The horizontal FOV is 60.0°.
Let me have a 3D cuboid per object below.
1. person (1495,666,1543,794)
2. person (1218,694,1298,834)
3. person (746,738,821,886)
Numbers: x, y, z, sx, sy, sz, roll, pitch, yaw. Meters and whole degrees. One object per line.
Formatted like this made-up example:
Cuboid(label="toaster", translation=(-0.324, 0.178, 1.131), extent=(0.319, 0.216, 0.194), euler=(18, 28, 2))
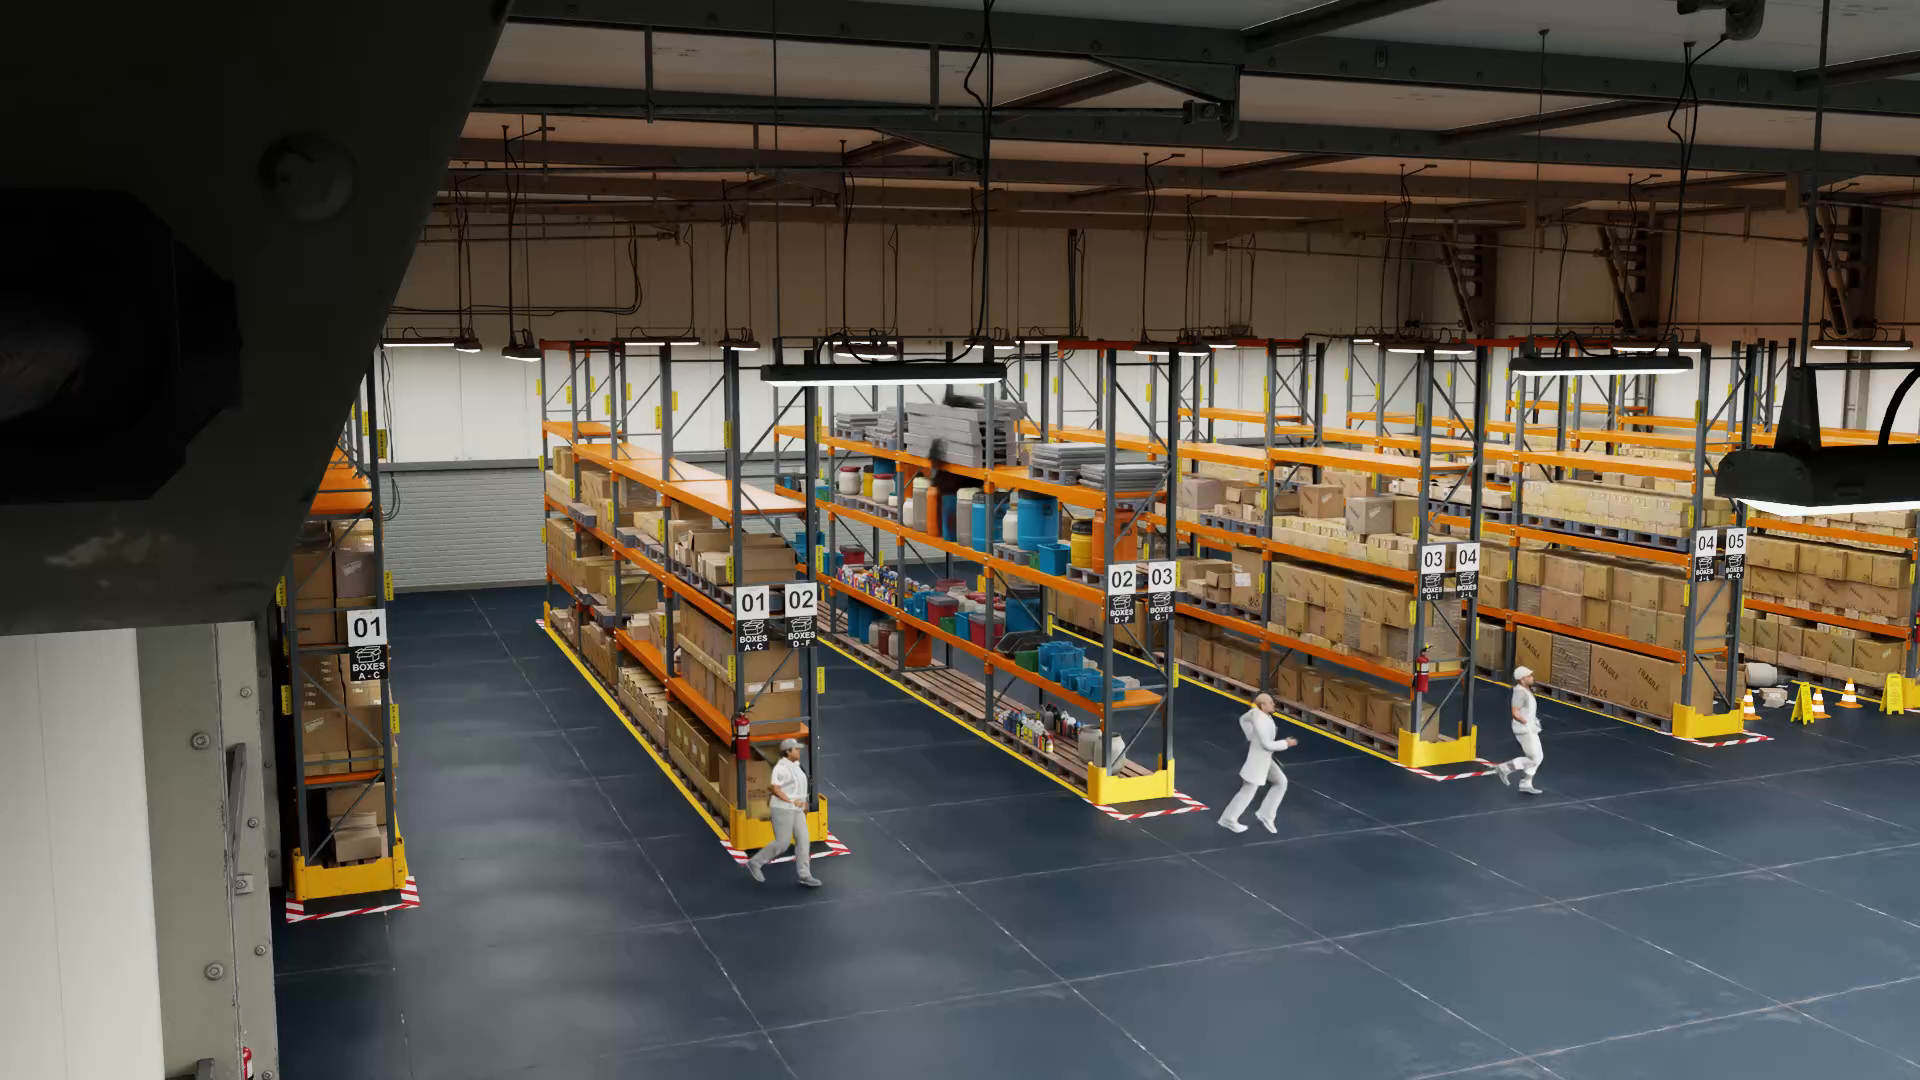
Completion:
Cuboid(label="person", translation=(7.572, 2.564, 22.447), extent=(0.621, 1.739, 0.675), euler=(3, 8, 20))
Cuboid(label="person", translation=(3.708, 2.778, 20.647), extent=(0.959, 1.803, 0.730), euler=(2, 8, 13))
Cuboid(label="person", translation=(-1.934, 3.063, 18.905), extent=(0.867, 1.626, 0.685), euler=(2, 8, 18))
